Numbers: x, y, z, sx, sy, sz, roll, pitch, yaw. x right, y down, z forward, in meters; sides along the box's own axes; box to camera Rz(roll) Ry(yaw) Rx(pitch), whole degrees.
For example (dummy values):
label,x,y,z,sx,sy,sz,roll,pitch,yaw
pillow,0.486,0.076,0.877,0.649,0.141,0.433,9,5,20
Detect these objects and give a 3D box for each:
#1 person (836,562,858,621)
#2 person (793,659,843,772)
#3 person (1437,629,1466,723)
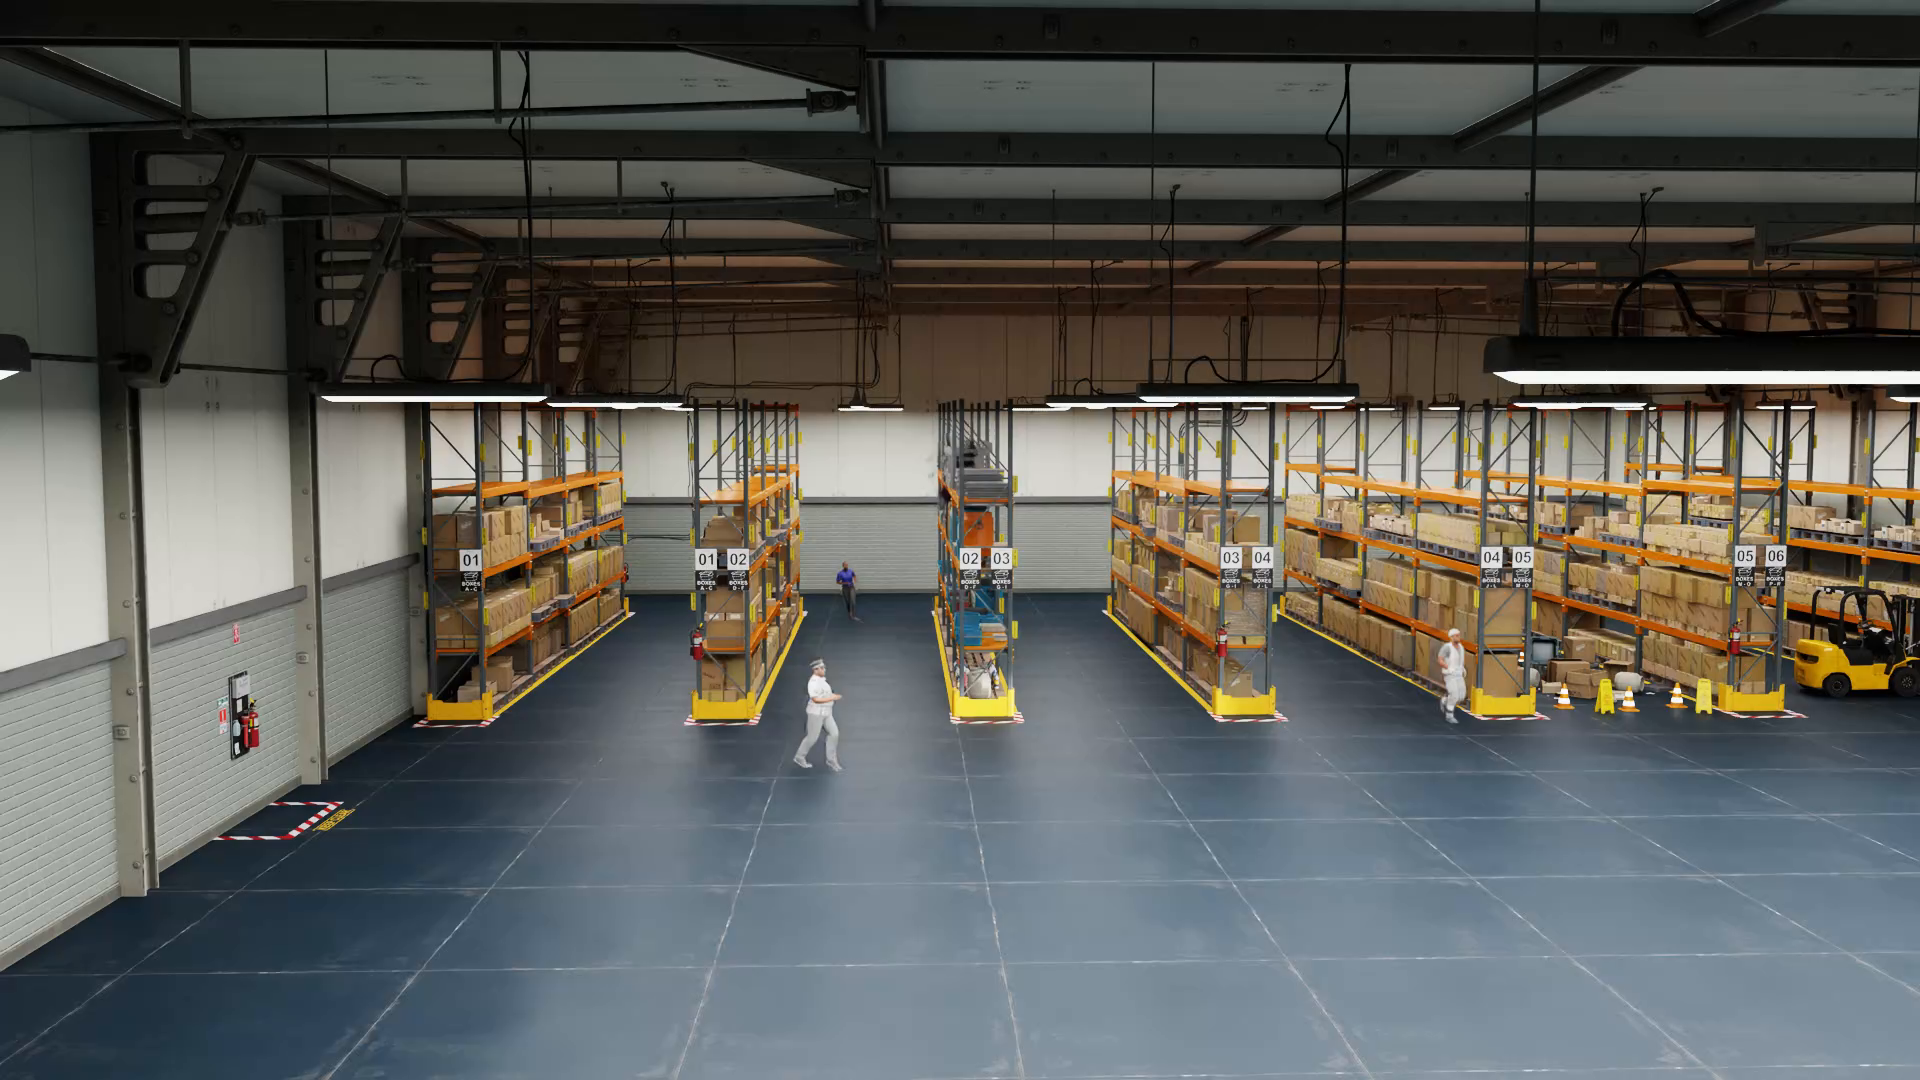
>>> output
label,x,y,z,sx,sy,sz,roll,pitch,yaw
person,-3.153,1.419,46.290,0.607,1.659,0.848,-1,4,-15
person,-2.243,2.815,26.613,0.753,1.847,0.634,1,5,19
person,9.165,2.517,30.977,0.708,1.749,0.634,-3,5,-31
